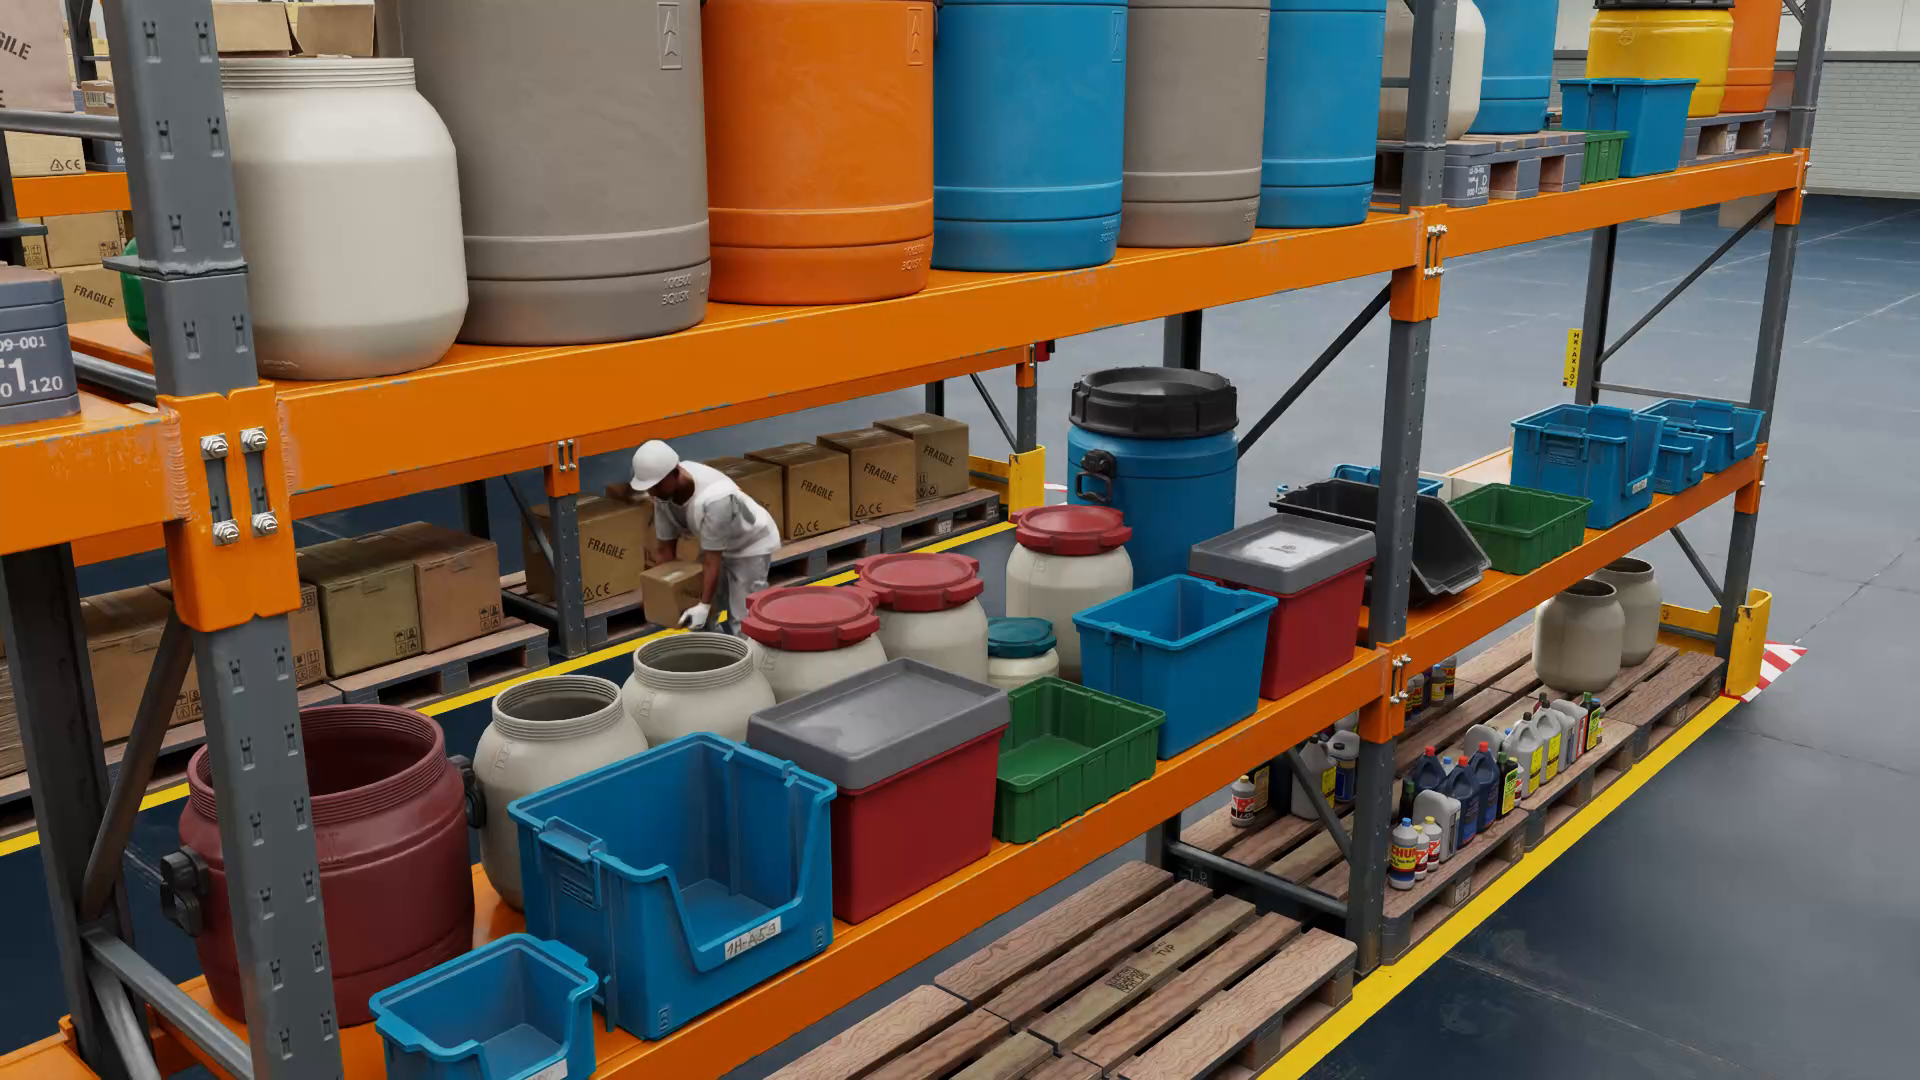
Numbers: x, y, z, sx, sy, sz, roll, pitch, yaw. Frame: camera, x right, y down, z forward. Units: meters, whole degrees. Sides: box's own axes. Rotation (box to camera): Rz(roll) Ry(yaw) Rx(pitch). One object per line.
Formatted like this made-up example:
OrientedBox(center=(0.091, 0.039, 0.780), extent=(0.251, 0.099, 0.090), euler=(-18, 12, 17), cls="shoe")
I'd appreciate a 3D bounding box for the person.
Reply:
OrientedBox(center=(-1.260, 0.203, 8.260), extent=(0.484, 1.534, 0.824), euler=(14, 22, 38), cls="person")
